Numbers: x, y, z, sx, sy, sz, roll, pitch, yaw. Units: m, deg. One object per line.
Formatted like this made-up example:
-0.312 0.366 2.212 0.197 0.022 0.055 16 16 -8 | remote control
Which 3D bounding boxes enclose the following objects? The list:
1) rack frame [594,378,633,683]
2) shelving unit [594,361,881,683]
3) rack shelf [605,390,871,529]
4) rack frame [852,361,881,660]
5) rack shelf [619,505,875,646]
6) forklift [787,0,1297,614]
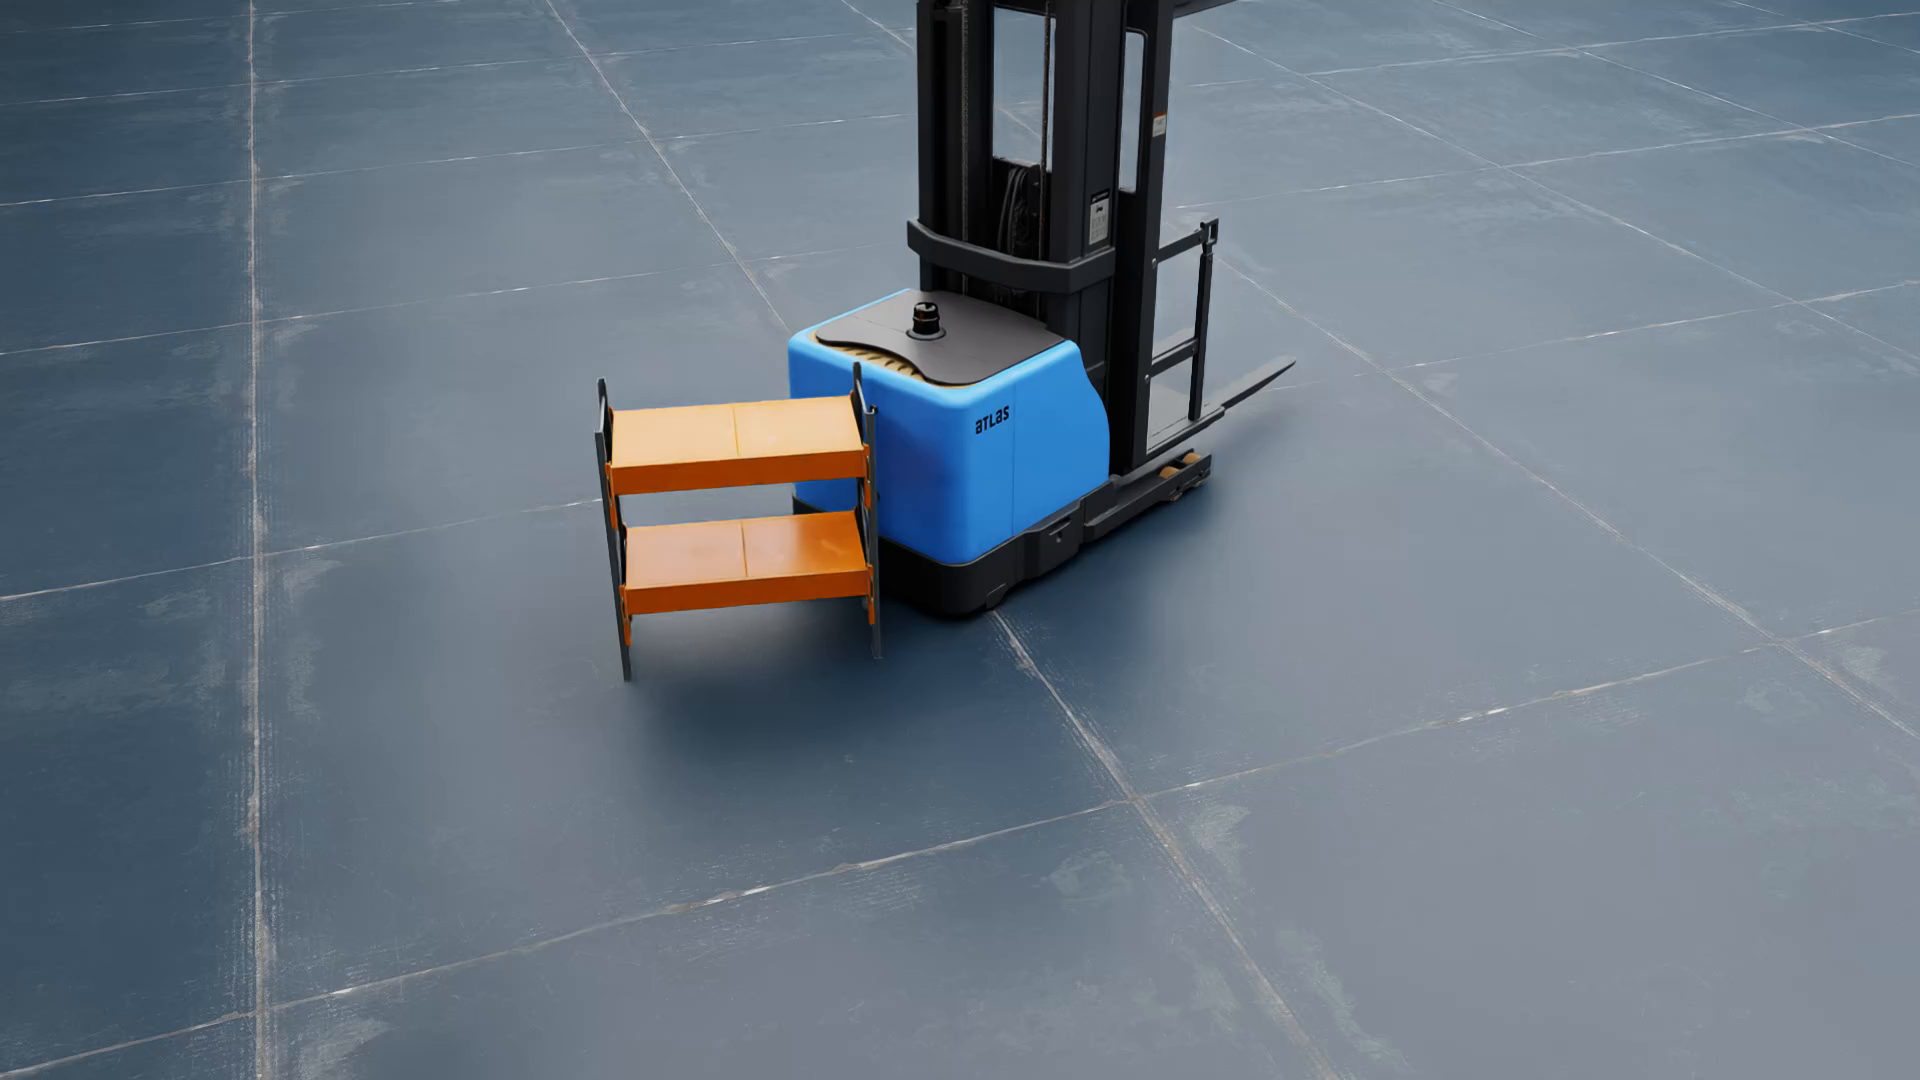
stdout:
-1.384 -0.034 6.673 0.032 1.125 0.500 -5 30 -8 | rack frame
-0.883 -0.075 6.744 1.048 1.125 0.538 -5 30 -8 | shelving unit
-0.883 -0.329 6.600 1.000 0.278 0.538 -5 30 -8 | rack shelf
-0.381 -0.115 6.816 0.032 1.125 0.500 -5 30 -8 | rack frame
-0.883 0.138 6.866 1.000 0.278 0.538 -5 30 -8 | rack shelf
0.588 -1.609 7.613 1.130 2.935 3.031 23 37 35 | forklift
